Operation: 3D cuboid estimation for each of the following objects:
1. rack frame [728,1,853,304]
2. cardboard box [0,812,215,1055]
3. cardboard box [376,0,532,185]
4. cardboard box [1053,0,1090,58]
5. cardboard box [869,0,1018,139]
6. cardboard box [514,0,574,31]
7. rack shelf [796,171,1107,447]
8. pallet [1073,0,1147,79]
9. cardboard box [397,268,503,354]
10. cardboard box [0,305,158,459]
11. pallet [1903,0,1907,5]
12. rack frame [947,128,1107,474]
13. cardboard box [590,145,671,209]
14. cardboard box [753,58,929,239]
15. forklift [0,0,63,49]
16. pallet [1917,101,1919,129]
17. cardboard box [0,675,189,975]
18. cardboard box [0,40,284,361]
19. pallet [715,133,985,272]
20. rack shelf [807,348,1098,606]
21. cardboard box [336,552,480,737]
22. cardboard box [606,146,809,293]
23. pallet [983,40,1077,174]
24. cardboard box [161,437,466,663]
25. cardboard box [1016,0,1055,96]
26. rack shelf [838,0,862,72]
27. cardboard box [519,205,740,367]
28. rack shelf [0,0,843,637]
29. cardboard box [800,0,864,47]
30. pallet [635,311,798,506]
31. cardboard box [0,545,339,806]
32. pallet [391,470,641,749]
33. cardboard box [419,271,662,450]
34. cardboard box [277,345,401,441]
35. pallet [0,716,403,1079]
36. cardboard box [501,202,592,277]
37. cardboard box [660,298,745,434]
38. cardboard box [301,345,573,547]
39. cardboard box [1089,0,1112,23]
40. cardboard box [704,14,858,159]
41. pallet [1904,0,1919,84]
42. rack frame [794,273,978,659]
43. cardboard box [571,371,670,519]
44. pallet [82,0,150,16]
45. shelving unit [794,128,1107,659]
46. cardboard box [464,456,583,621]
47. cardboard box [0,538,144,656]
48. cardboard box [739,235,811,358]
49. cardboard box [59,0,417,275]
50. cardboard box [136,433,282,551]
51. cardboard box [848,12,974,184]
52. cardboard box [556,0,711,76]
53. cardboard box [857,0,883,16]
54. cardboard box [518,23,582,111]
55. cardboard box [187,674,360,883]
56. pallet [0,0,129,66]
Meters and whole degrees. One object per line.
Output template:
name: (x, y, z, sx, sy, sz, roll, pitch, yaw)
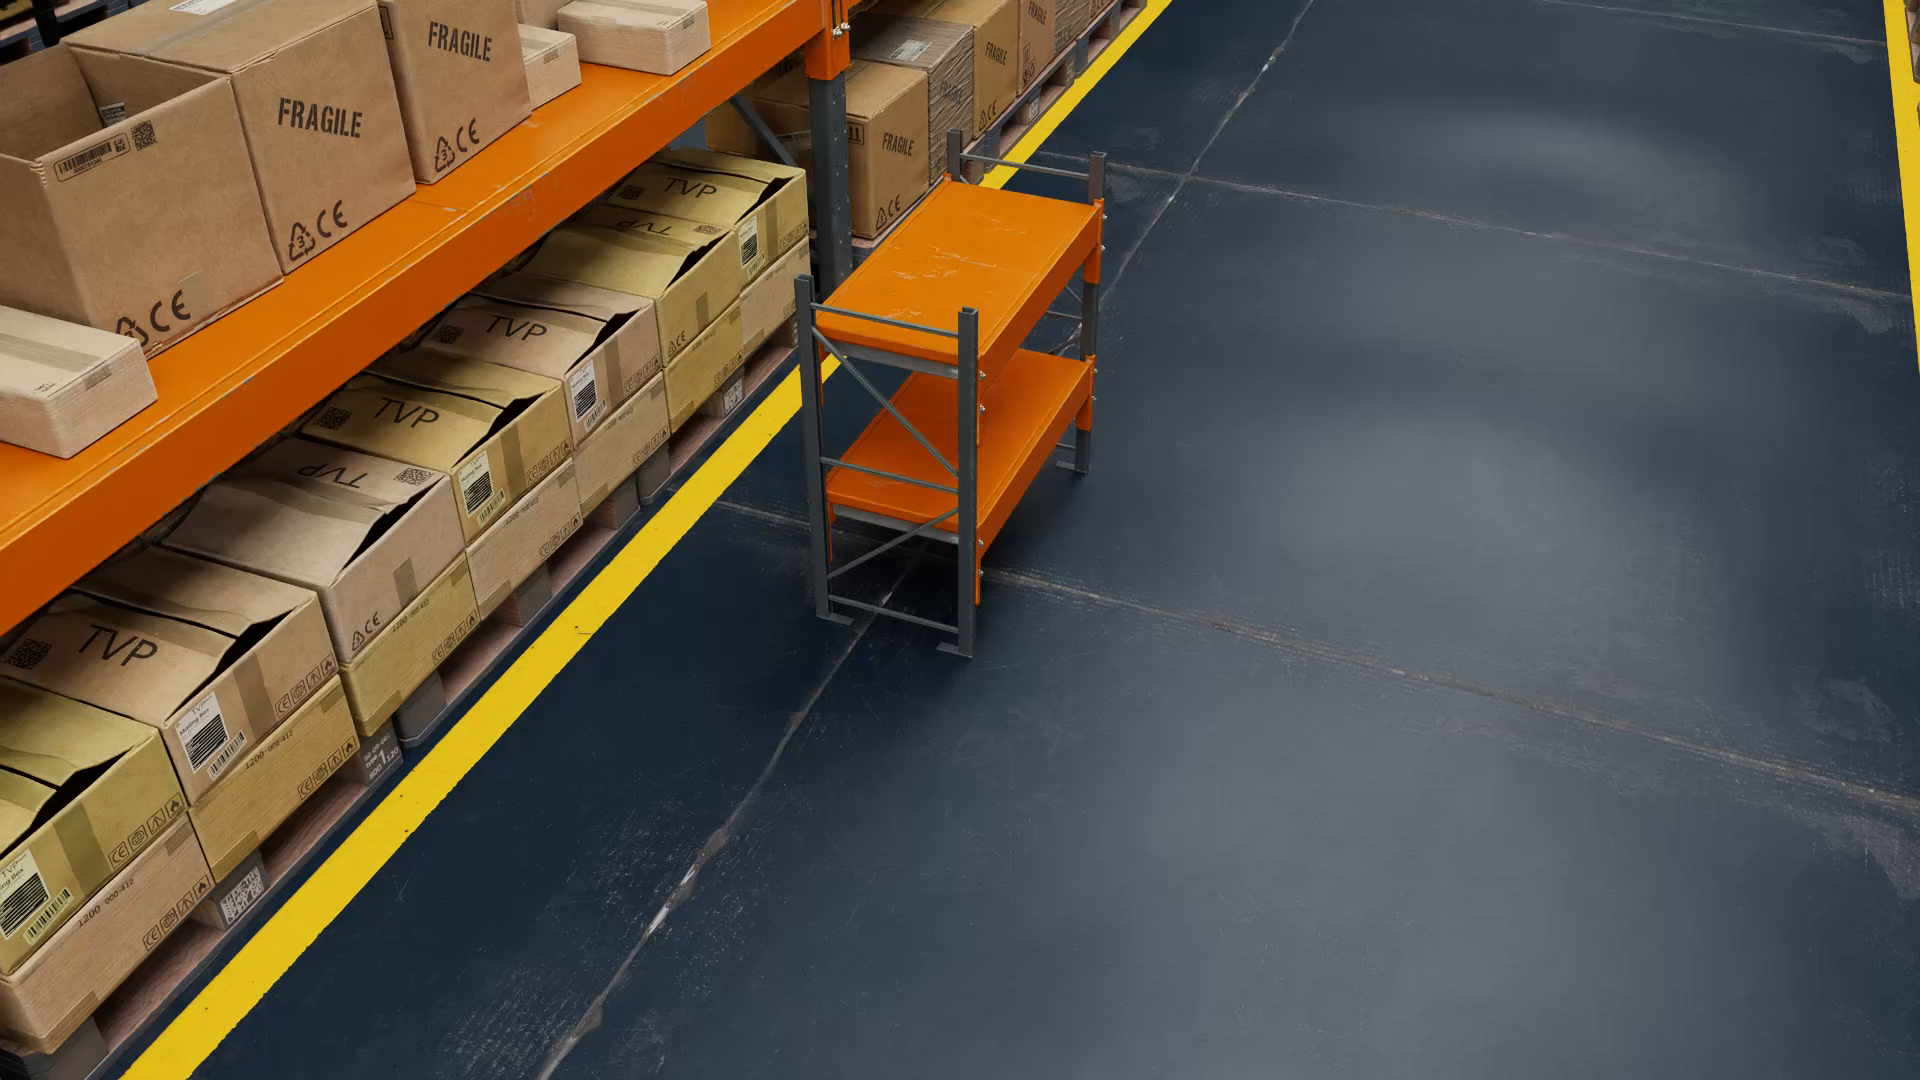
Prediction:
rack frame: (-0.894, -2.198, 5.685, 1.000, 3.000, 0.127, 14, 39, 18)
cardboard box: (-2.033, 0.783, 3.642, 0.500, 0.250, 0.500, 13, 39, 17)
cardboard box: (-1.517, -1.305, 4.407, 0.500, 0.500, 0.500, 12, 38, 15)
cardboard box: (0.318, -2.699, 8.076, 0.500, 0.500, 0.500, 14, 39, 18)
cardboard box: (-0.067, -2.127, 7.311, 0.500, 0.500, 0.500, 13, 39, 17)
cardboard box: (-1.413, -1.711, 5.108, 0.500, 0.311, 0.500, 13, 39, 17)
rack shelf: (0.003, -0.689, 4.743, 0.538, 0.278, 1.000, 14, 39, 18)
pallet: (0.354, -2.836, 8.868, 1.003, 0.211, 1.213, 14, 39, 18)
cardboard box: (-1.753, -0.691, 5.147, 0.500, 0.311, 0.500, 13, 39, 17)
cardboard box: (-1.889, -0.326, 3.391, 0.380, 0.149, 0.250, 14, 39, 18)
pallet: (5.914, -3.259, 9.433, 1.003, 0.211, 1.213, 14, 39, 18)
rack frame: (0.196, -0.736, 5.295, 0.500, 1.125, 0.032, 14, 39, 18)
cardboard box: (-1.365, -1.266, 5.916, 0.500, 0.311, 0.500, 15, 39, 19)
cardboard box: (-0.456, -1.559, 6.551, 0.500, 0.500, 0.500, 15, 39, 20)
forklift: (-3.664, -1.938, 5.395, 1.130, 2.935, 3.031, 9, 38, 12)
pallet: (4.875, -1.747, 7.411, 1.003, 0.211, 1.213, 14, 39, 18)
cardboard box: (-2.028, 0.554, 3.481, 0.500, 0.311, 0.500, 14, 39, 18)
cardboard box: (-1.908, -0.736, 3.646, 0.500, 0.500, 0.500, 17, 40, 21)
pallet: (-0.575, -1.485, 7.061, 1.003, 0.211, 1.213, 14, 39, 18)
rack shelf: (0.003, -0.258, 5.065, 0.538, 0.278, 1.000, 14, 39, 18)
cardboard box: (-1.643, 0.213, 4.405, 0.500, 0.250, 0.500, 13, 39, 16)
cardboard box: (-0.865, -1.143, 5.751, 0.500, 0.311, 0.500, 15, 39, 19)
pallet: (-0.109, -2.158, 7.962, 1.003, 0.211, 1.213, 14, 39, 18)
cardboard box: (-1.637, -0.009, 4.234, 0.500, 0.311, 0.500, 13, 39, 16)
cardboard box: (0.127, -2.417, 7.699, 0.500, 0.500, 0.500, 13, 39, 16)
rack shelf: (-0.133, -3.017, 7.381, 1.077, 0.370, 4.000, 14, 39, 18)
cardboard box: (-1.057, -0.854, 5.364, 0.500, 0.311, 0.500, 13, 39, 17)
rack shelf: (-1.655, -0.802, 4.418, 1.077, 0.370, 4.000, 14, 39, 18)
cardboard box: (-0.737, -2.276, 6.884, 0.500, 0.250, 0.500, 15, 39, 19)
pallet: (-1.243, -0.634, 5.922, 1.003, 0.211, 1.213, 14, 39, 18)
cardboard box: (-1.833, 0.278, 3.851, 0.500, 0.311, 0.500, 13, 39, 17)
pallet: (-1.709, 0.039, 5.021, 1.003, 0.211, 1.213, 14, 39, 18)
cardboard box: (-1.252, -0.575, 4.991, 0.500, 0.311, 0.500, 14, 39, 17)
cardboard box: (-1.948, -0.407, 4.766, 0.500, 0.311, 0.500, 13, 39, 17)
pallet: (-2.171, 0.717, 4.114, 1.003, 0.211, 1.213, 14, 39, 18)
cardboard box: (-1.557, -0.973, 5.524, 0.500, 0.311, 0.500, 13, 39, 17)
cardboard box: (-1.061, -0.631, 5.535, 0.500, 0.250, 0.500, 13, 39, 17)
cardboard box: (-1.444, -0.298, 4.621, 0.500, 0.311, 0.500, 15, 39, 19)
cardboard box: (0.510, -2.977, 8.448, 0.500, 0.500, 0.500, 14, 39, 18)
cardboard box: (-0.755, -1.944, 7.066, 0.500, 0.500, 0.500, 15, 39, 20)
pallet: (5.451, -2.581, 8.526, 1.003, 0.211, 1.213, 14, 39, 18)
rack frame: (-0.191, -0.173, 4.542, 0.500, 1.125, 0.032, 14, 39, 18)
cardboard box: (-1.255, -0.354, 5.164, 0.500, 0.250, 0.500, 15, 39, 19)
pallet: (-4.641, -3.299, 9.488, 1.003, 0.211, 1.213, 14, 39, 18)
shelving unit: (0.003, -0.454, 4.918, 0.538, 1.125, 1.048, 14, 39, 18)
cardboard box: (-1.448, -0.068, 4.782, 0.500, 0.250, 0.500, 15, 39, 19)
cardboard box: (-2.335, 0.147, 4.026, 0.500, 0.311, 0.500, 15, 39, 19)
cardboard box: (-0.868, -0.918, 5.918, 0.500, 0.250, 0.500, 15, 39, 19)
cardboard box: (-1.717, -1.013, 4.017, 0.500, 0.500, 0.500, 14, 39, 18)
cardboard box: (-2.142, -0.129, 4.395, 0.500, 0.311, 0.500, 14, 39, 18)
cardboard box: (-0.262, -1.851, 6.941, 0.500, 0.500, 0.500, 12, 39, 16)
cardboard box: (-0.980, -1.536, 5.009, 0.380, 0.149, 0.250, 14, 39, 18)
cardboard box: (-0.558, -2.230, 7.449, 0.500, 0.500, 0.500, 12, 39, 16)
cardboard box: (-1.327, -1.378, 4.798, 0.380, 0.149, 0.250, 17, 40, 21)
cardboard box: (-1.837, 0.501, 4.021, 0.500, 0.250, 0.500, 15, 39, 19)
pallet: (-5.107, -2.626, 8.587, 1.003, 0.211, 1.213, 14, 39, 18)
